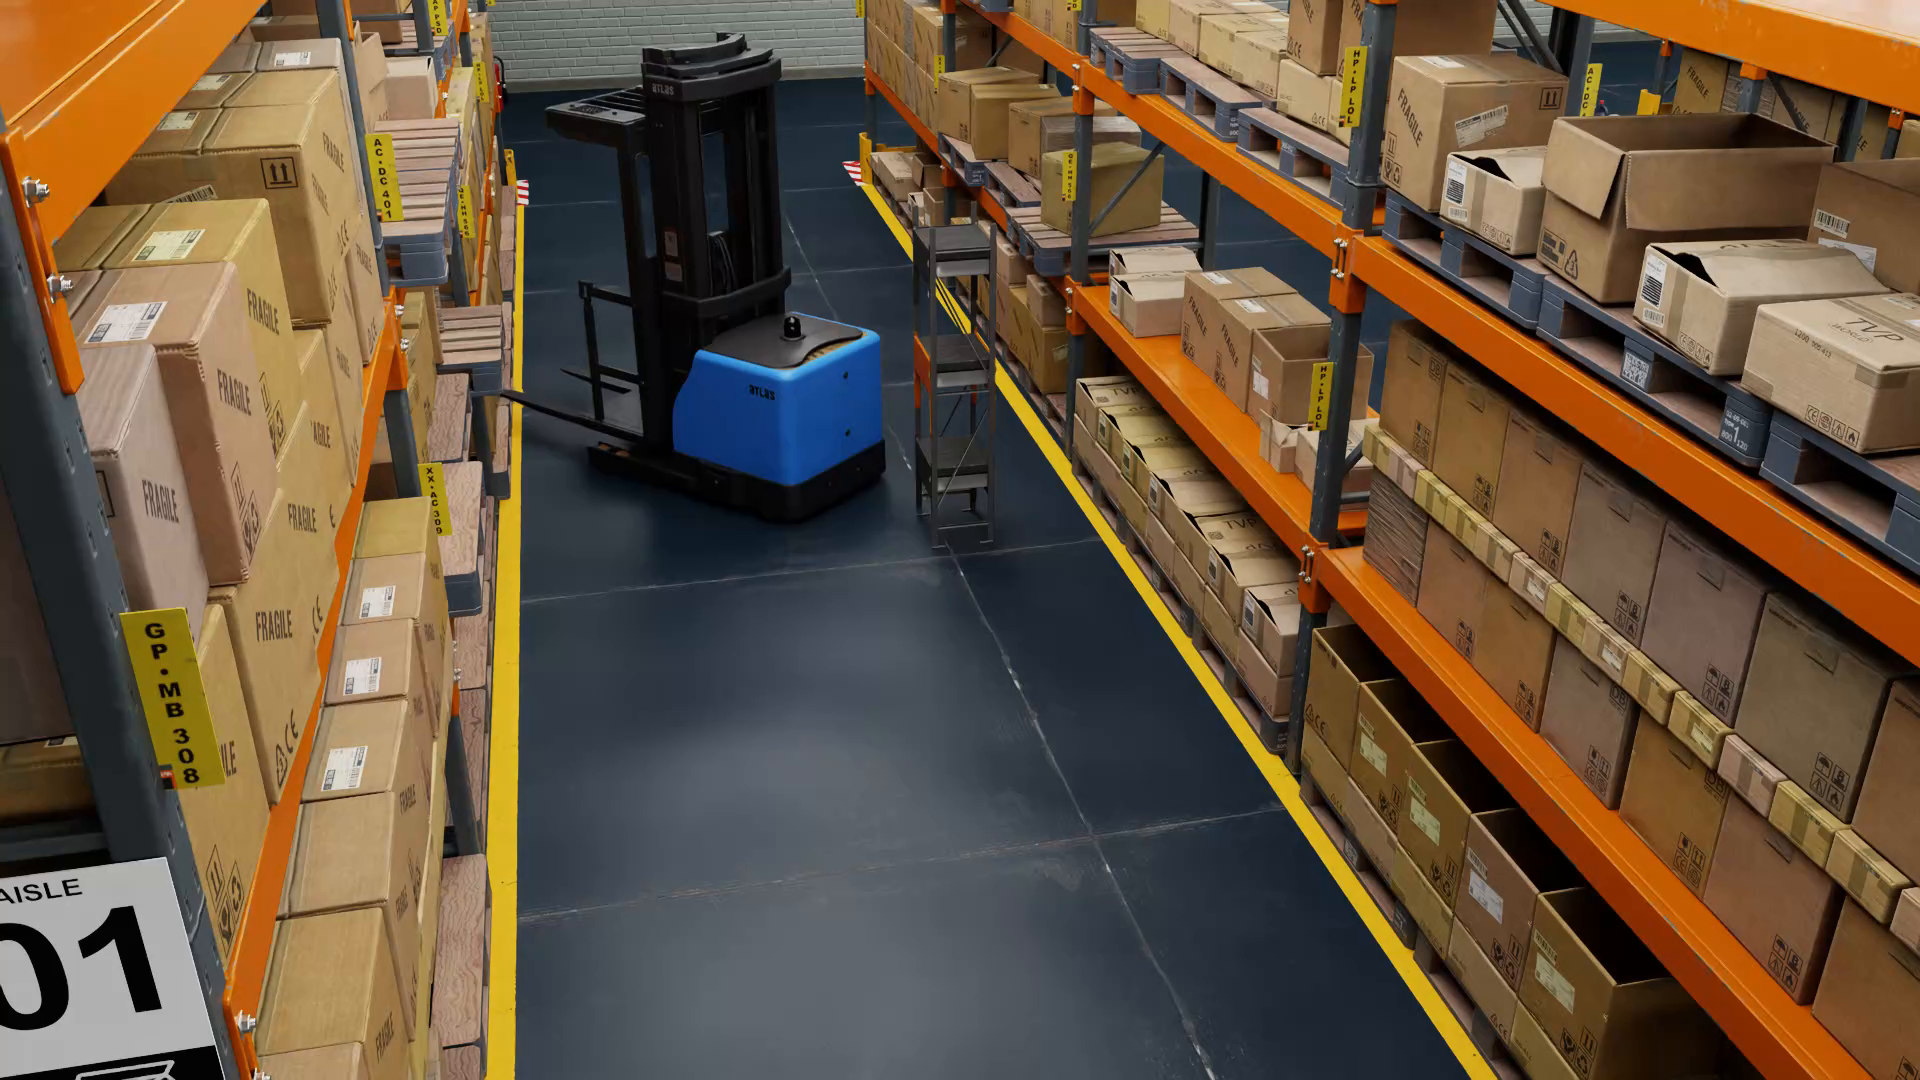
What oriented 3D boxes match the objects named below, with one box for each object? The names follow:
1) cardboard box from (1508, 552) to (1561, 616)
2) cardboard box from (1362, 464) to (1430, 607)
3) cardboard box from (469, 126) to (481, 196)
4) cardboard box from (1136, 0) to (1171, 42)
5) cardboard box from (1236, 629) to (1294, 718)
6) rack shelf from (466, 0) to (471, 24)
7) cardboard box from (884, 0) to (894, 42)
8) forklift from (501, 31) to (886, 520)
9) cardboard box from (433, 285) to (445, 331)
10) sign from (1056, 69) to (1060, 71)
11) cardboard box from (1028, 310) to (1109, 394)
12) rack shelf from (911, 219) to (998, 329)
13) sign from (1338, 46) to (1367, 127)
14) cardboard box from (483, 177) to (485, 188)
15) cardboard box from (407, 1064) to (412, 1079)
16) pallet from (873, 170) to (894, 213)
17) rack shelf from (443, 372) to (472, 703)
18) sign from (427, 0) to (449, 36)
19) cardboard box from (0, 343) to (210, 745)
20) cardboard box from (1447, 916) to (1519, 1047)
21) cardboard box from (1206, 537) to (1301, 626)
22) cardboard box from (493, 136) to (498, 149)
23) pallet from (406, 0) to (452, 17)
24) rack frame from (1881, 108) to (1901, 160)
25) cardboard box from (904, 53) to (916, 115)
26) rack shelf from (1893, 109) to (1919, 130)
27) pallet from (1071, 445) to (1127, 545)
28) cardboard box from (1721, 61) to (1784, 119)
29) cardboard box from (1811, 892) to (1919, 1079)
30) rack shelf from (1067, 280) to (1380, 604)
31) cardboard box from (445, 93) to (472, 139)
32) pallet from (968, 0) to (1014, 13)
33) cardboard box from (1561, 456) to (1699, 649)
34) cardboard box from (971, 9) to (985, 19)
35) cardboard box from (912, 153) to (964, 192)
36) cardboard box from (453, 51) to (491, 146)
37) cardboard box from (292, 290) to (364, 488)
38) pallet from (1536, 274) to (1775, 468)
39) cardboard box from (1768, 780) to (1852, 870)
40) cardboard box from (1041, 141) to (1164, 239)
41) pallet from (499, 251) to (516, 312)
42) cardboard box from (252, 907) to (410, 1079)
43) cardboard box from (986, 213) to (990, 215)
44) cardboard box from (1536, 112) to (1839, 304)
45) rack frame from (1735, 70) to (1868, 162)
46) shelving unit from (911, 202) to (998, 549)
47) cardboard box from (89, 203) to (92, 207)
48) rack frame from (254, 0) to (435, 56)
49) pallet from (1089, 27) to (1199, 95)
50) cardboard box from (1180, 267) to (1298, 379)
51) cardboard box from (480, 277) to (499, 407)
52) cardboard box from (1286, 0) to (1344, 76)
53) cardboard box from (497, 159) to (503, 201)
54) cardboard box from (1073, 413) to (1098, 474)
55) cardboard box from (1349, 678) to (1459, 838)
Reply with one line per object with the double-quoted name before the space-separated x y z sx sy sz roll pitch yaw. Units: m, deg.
"cardboard box" 2.321 0.147 6.300 0.380 0.149 0.250 -7 28 -13
"cardboard box" 2.261 -0.073 7.454 0.700 0.500 0.500 -7 28 -13
"cardboard box" -3.895 -2.795 12.494 0.500 0.500 0.500 -6 27 -12
"cardboard box" 1.410 -3.244 10.220 0.500 0.250 0.500 -8 28 -15
"cardboard box" 1.779 0.665 8.689 0.500 0.250 0.500 -6 27 -12
"rack shelf" -4.925 -5.126 15.045 1.077 0.370 4.000 -6 27 -12
"cardboard box" -0.474 -5.311 16.722 0.500 0.500 0.500 -6 27 -11
"forklift" -2.015 -1.944 11.349 3.031 2.935 1.130 18 32 31
"cardboard box" -3.457 -1.509 9.812 0.700 0.500 0.500 -9 28 -18
"sign" 0.891 -4.309 14.673 0.100 0.325 0.005 -6 27 -12
"cardboard box" 0.814 -1.445 12.571 0.500 0.500 0.500 -5 27 -10
"rack shelf" -0.037 -1.623 10.112 0.431 0.518 0.480 -6 27 -12
"sign" 1.628 -1.873 6.880 0.100 0.325 0.005 -6 27 -12
"cardboard box" -4.042 -2.898 13.420 0.380 0.149 0.250 -5 27 -11
"cardboard box" -1.701 1.623 4.349 0.500 0.250 0.500 -7 28 -13
"pallet" -0.352 -3.862 18.168 1.003 0.211 1.213 -6 27 -12
"rack shelf" -3.122 -0.274 8.763 1.077 0.370 4.000 -6 27 -12
"sign" -3.043 -3.098 9.656 0.100 0.325 0.005 -6 27 -12
"cardboard box" -1.620 0.006 2.838 0.500 0.500 0.500 -8 28 -15
"cardboard box" 2.297 1.711 6.616 0.500 0.250 0.500 -6 27 -12
"cardboard box" 1.661 0.191 9.006 0.500 0.311 0.500 -5 27 -10
"cardboard box" -4.914 -4.012 16.957 0.380 0.149 0.250 -6 27 -12
"pallet" -4.219 -4.086 12.399 0.805 0.209 1.217 -7 28 -14
"rack frame" 10.004 -4.739 16.809 1.000 3.000 0.127 -6 27 -12
"cardboard box" -0.247 -4.424 16.075 0.500 0.500 0.500 -5 27 -10
"rack shelf" 10.455 -3.539 15.232 1.077 0.370 4.000 -6 27 -12
"pallet" 1.401 -0.368 11.245 1.003 0.211 1.213 -6 27 -12
"cardboard box" 9.530 -5.061 19.340 0.875 0.875 0.875 -6 27 -12
"cardboard box" 2.963 1.283 4.768 0.700 0.500 0.500 -6 27 -12
"rack shelf" 1.704 -0.779 9.763 1.077 0.370 4.000 -6 27 -12
"cardboard box" -3.899 -3.122 12.311 0.500 0.250 0.500 -5 27 -11
"pallet" 0.667 -4.241 12.703 1.213 0.211 1.003 -6 27 -12
"cardboard box" 2.600 0.009 5.852 0.700 0.500 0.500 -6 27 -12
"cardboard box" 0.403 -4.687 15.487 0.500 0.500 0.500 -7 28 -13
"cardboard box" -0.077 -3.640 16.916 0.797 0.503 0.637 -6 27 -12
"cardboard box" -4.739 -3.924 14.863 0.980 0.700 0.700 -7 28 -13
"cardboard box" -2.053 -0.451 4.852 0.500 0.500 0.500 -7 28 -14
"pallet" 2.643 -0.616 5.410 1.003 0.211 1.213 -6 27 -12
"cardboard box" 2.666 0.824 4.957 0.380 0.149 0.250 -6 27 -12
"cardboard box" 1.001 -2.475 11.748 0.700 0.500 0.500 -16 31 -29
"pallet" -4.569 -2.326 15.125 1.003 0.211 1.213 -6 27 -12
"cardboard box" -1.686 1.304 4.150 0.500 0.500 0.500 -6 27 -11
"cardboard box" 0.468 -2.937 15.735 0.500 0.311 0.500 -6 27 -12
"cardboard box" 2.403 -1.122 5.578 0.797 0.503 0.637 -3 27 -6
"rack frame" 6.080 -2.480 12.334 1.000 3.000 0.127 -6 27 -12
"shelving unit" -0.037 -1.010 10.421 0.431 2.100 0.503 -6 27 -12
"cardboard box" -2.451 -0.642 4.121 0.500 0.500 0.500 -6 27 -12
"rack frame" -3.572 -4.152 8.989 1.000 3.000 0.127 -6 27 -12
"pallet" 1.493 -2.944 10.135 1.213 0.211 1.003 -5 27 -9
"cardboard box" 1.647 -1.288 9.862 0.500 0.500 0.500 -7 28 -14
"cardboard box" -3.801 -1.423 12.160 0.750 0.750 0.750 -6 27 -12
"cardboard box" 1.903 -2.539 7.991 0.500 0.500 0.500 -3 27 -7
"cardboard box" -5.120 -3.760 17.179 0.700 0.500 0.500 -6 27 -12
"cardboard box" 1.085 -0.678 11.351 0.500 0.250 0.500 -6 27 -12
"cardboard box" 2.074 0.937 7.318 0.500 0.500 0.500 -6 27 -12
